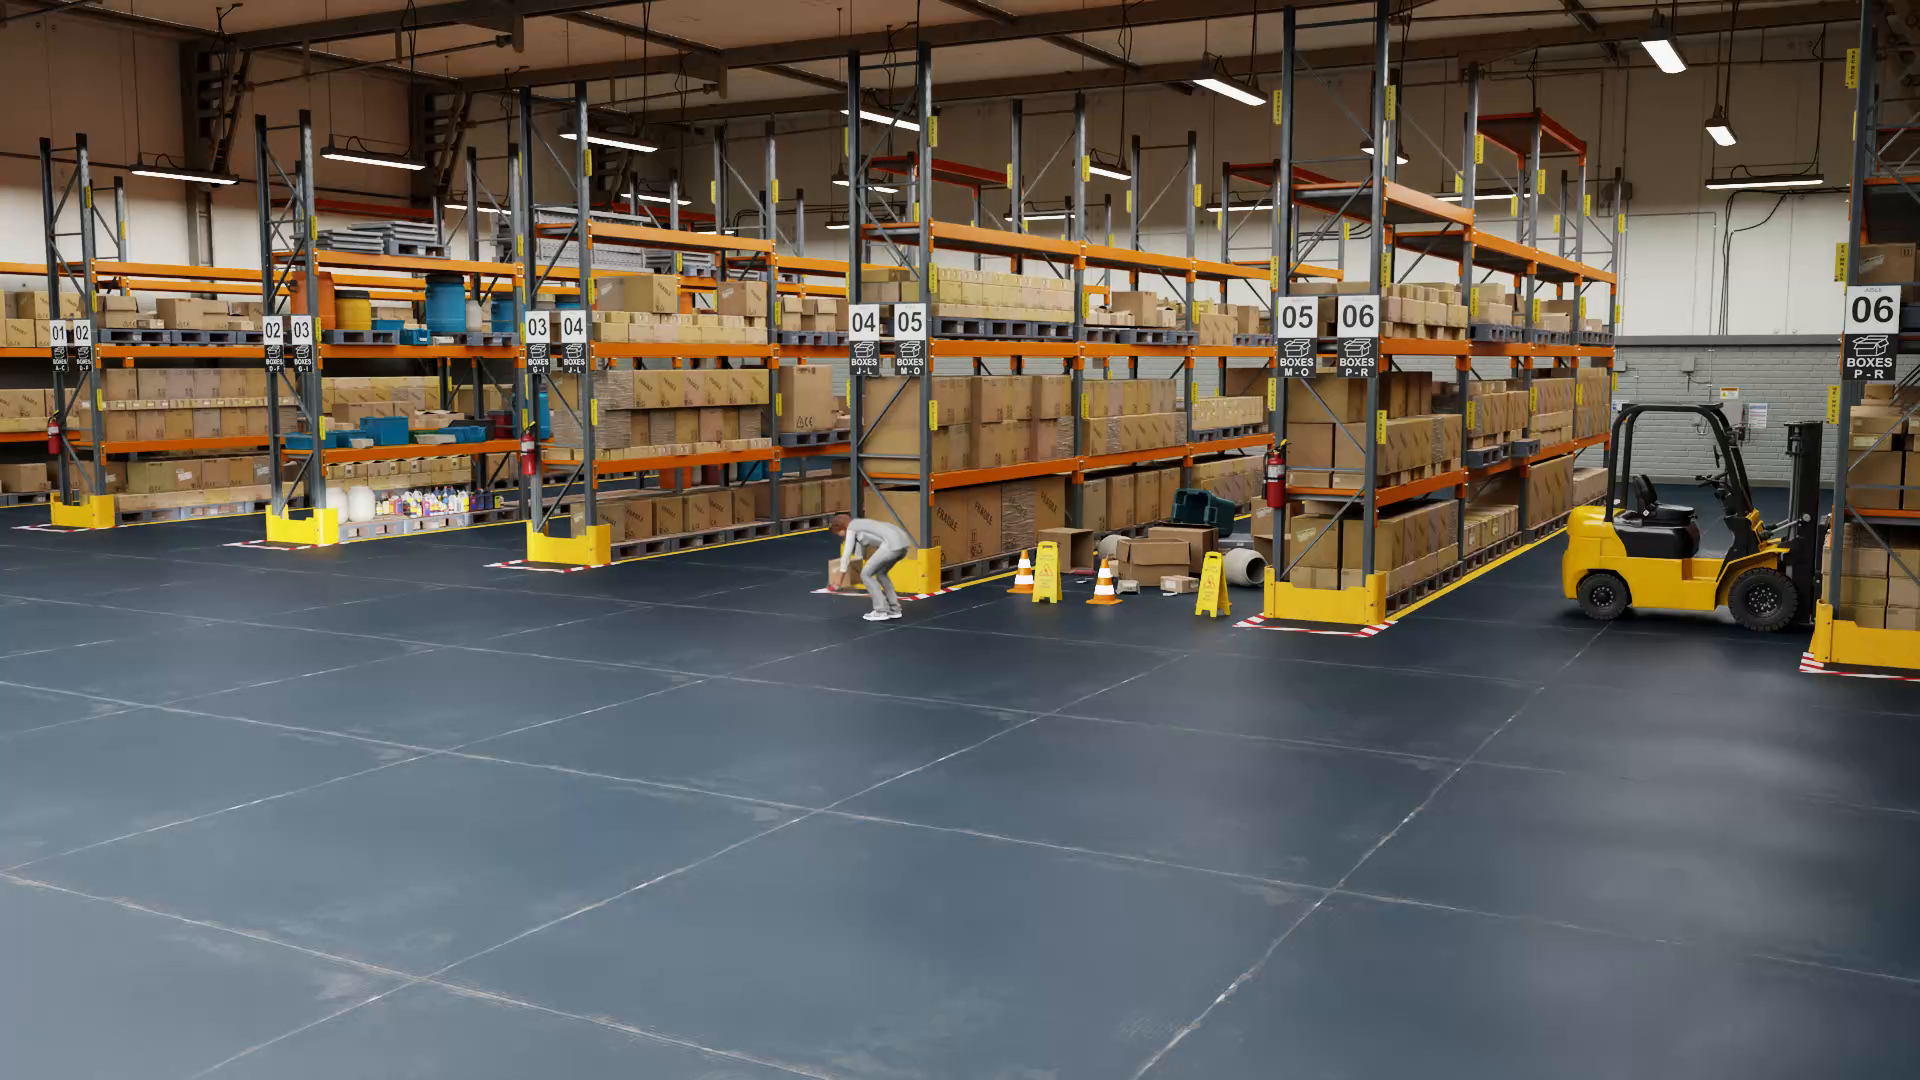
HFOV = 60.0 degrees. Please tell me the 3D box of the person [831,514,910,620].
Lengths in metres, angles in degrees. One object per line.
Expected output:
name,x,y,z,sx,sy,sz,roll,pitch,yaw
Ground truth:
person,-0.904,0.272,16.669,0.855,1.036,0.408,3,7,26
